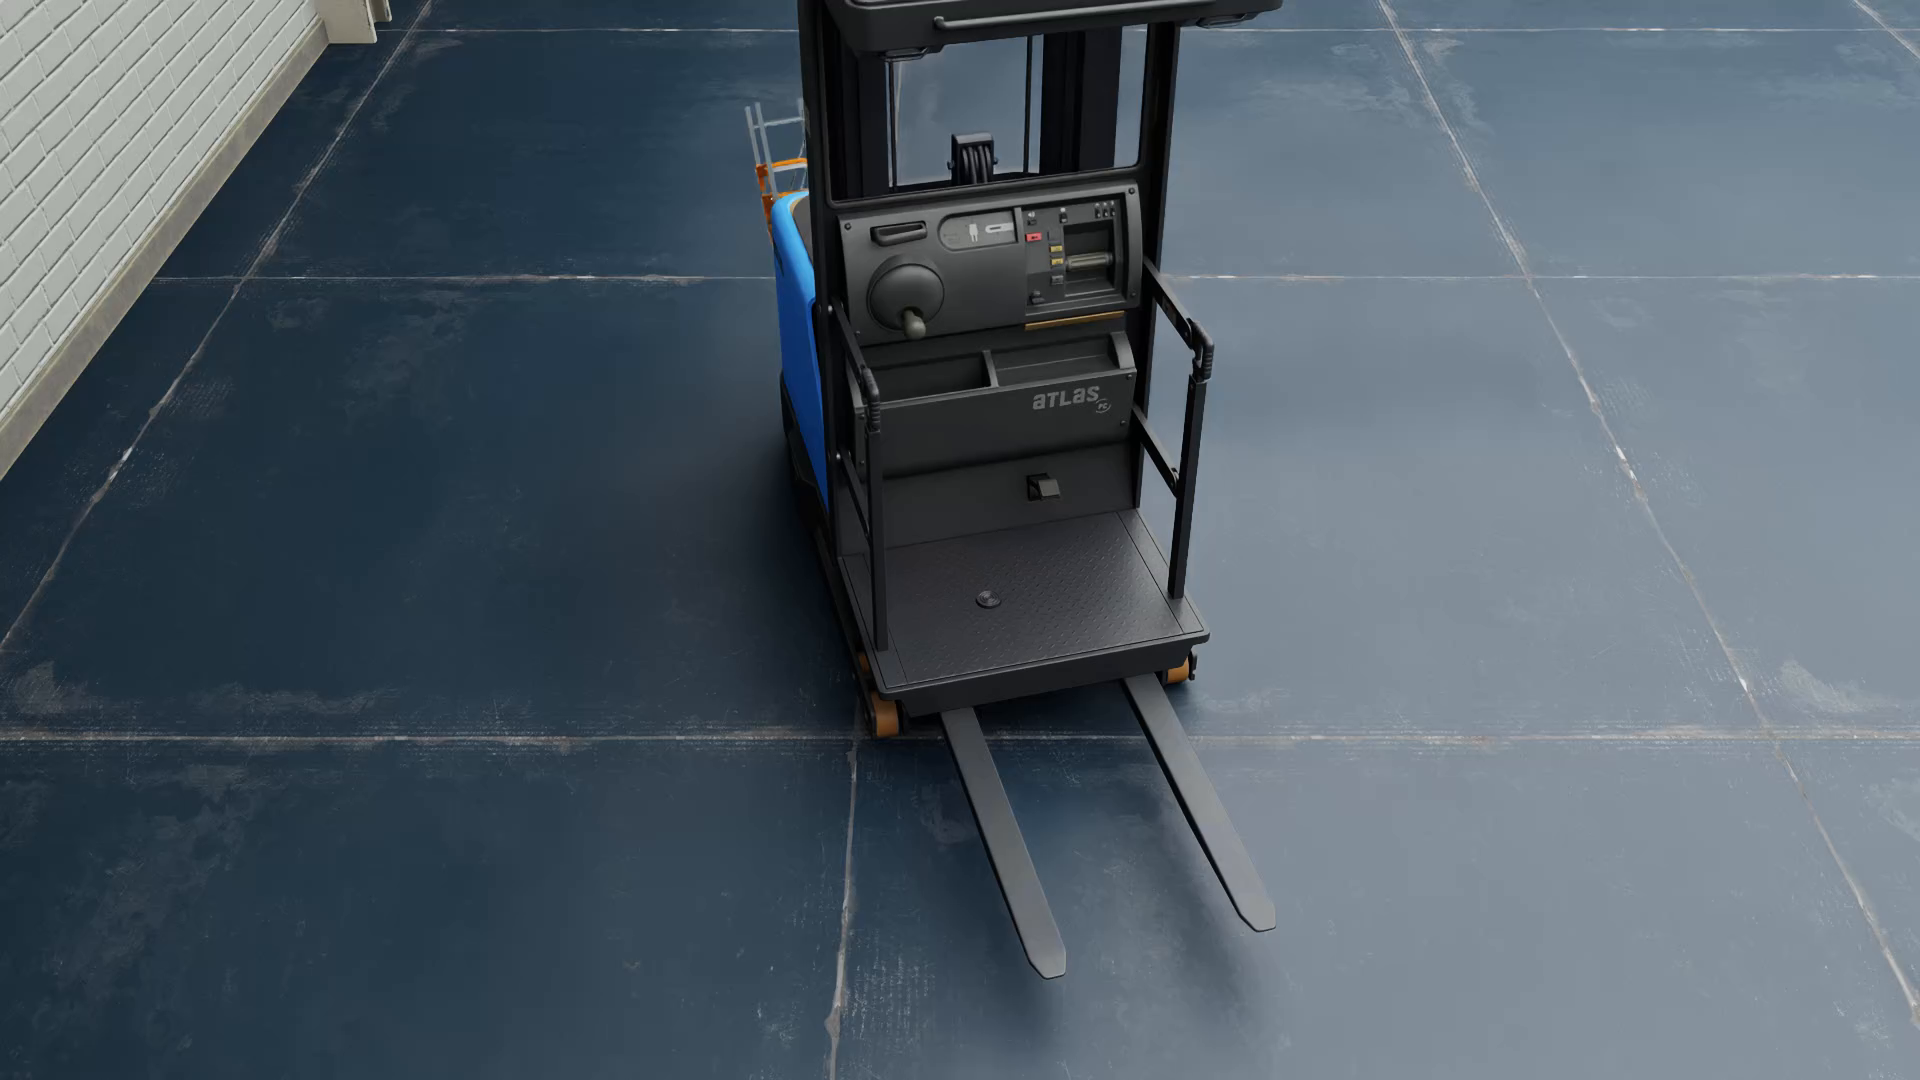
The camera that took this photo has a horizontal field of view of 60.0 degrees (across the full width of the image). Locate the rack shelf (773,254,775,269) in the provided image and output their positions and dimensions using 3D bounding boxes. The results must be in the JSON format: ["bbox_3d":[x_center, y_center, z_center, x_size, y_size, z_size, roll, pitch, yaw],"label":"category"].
[{"bbox_3d":[-0.619,-1.147,6.822,0.258,0.103,0.180,-14,13,-17],"label":"rack shelf"}]

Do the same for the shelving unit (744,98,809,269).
[{"bbox_3d":[-0.626,-1.190,6.812,0.258,1.200,0.189,-14,13,-17],"label":"shelving unit"}]

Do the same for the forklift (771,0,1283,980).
[{"bbox_3d":[0.159,-0.768,4.864,1.130,2.935,3.031,-9,40,-12],"label":"forklift"}]

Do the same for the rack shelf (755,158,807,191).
[{"bbox_3d":[-0.681,-1.493,6.743,0.258,0.103,0.180,-14,13,-17],"label":"rack shelf"}]

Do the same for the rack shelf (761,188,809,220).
[{"bbox_3d":[-0.660,-1.377,6.769,0.258,0.103,0.180,-14,13,-17],"label":"rack shelf"}]

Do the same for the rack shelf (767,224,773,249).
[{"bbox_3d":[-0.639,-1.262,6.796,0.258,0.103,0.180,-14,13,-17],"label":"rack shelf"}]

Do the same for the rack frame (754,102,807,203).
[{"bbox_3d":[-0.596,-1.176,6.727,0.240,1.200,0.006,-14,13,-17],"label":"rack frame"}]

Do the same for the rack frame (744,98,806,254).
[{"bbox_3d":[-0.657,-1.204,6.897,0.240,1.200,0.006,-14,13,-17],"label":"rack frame"}]
